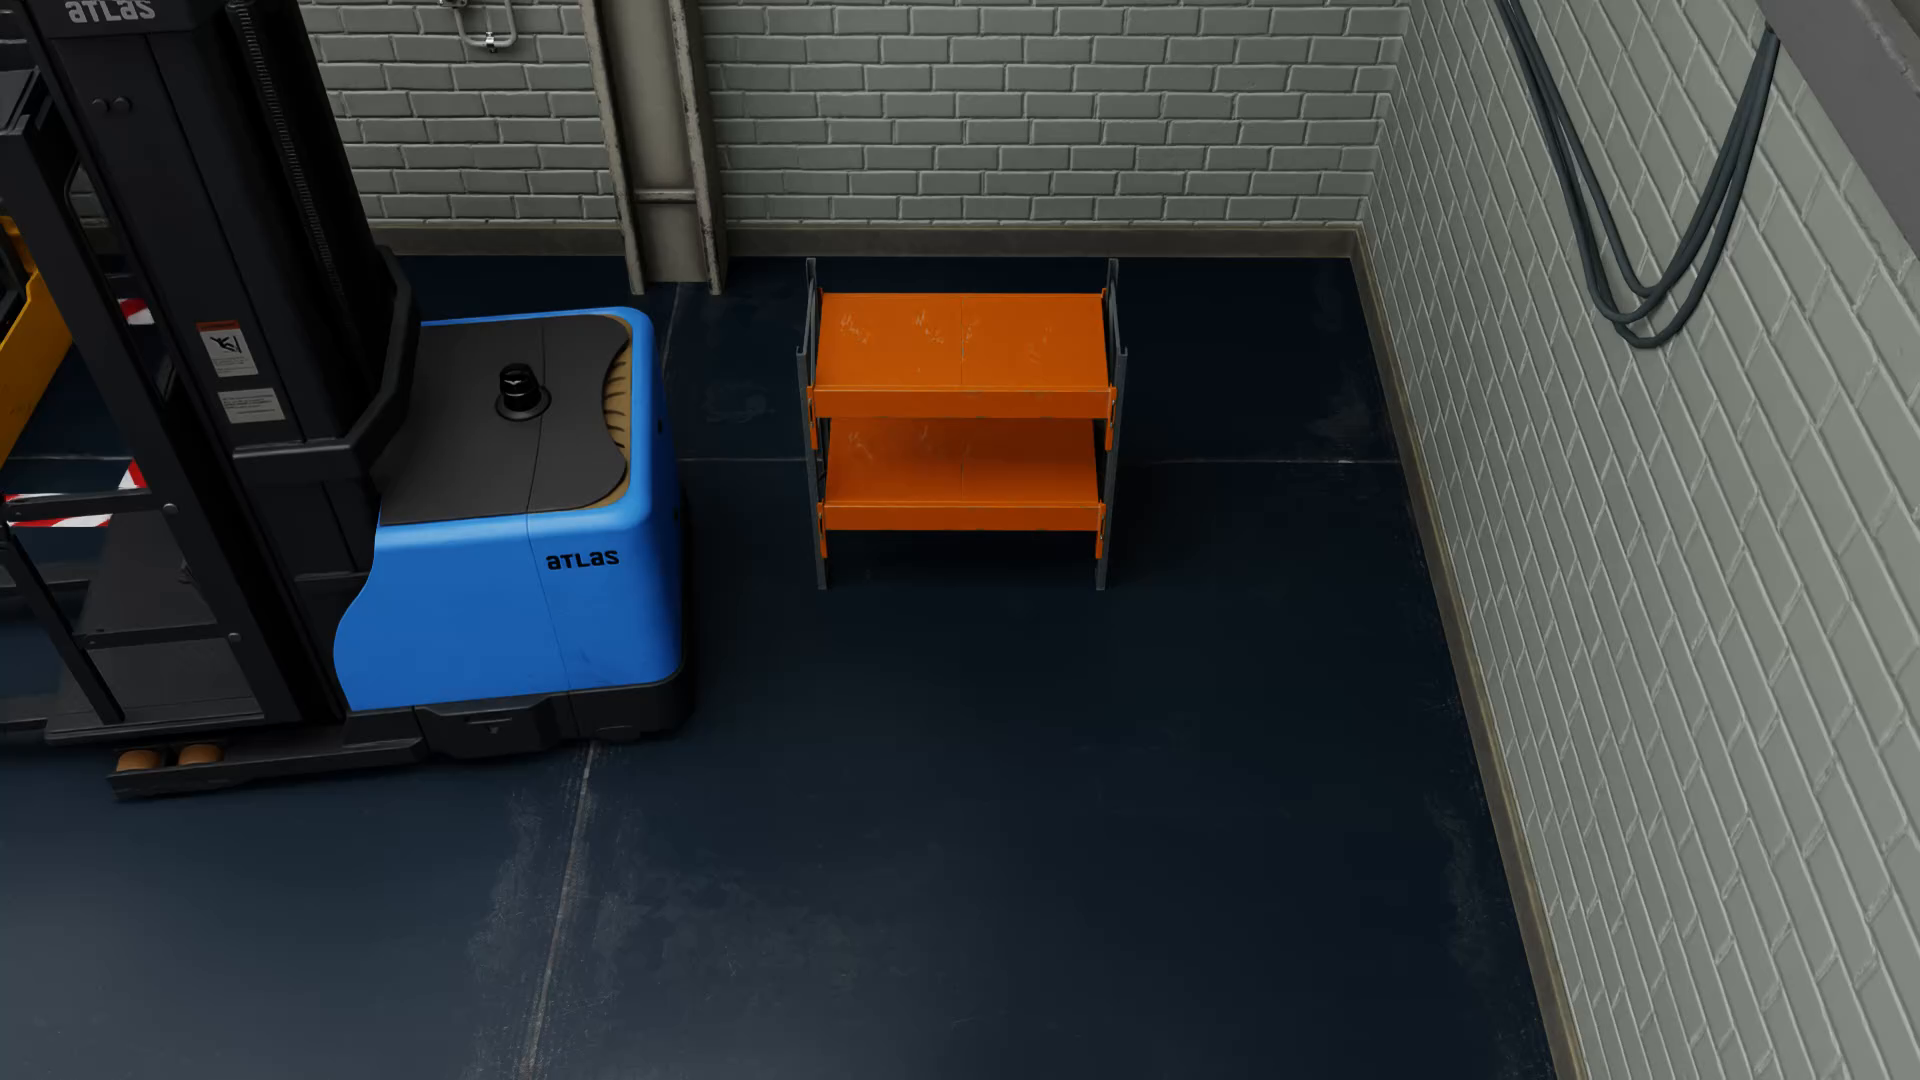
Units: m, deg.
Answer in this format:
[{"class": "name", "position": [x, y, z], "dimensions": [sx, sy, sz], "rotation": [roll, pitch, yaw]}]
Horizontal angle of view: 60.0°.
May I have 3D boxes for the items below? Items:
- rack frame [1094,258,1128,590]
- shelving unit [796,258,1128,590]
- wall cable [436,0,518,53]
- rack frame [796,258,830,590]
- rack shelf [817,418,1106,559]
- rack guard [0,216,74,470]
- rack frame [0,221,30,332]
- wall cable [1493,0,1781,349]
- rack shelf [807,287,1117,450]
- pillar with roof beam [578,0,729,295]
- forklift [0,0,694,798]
[{"class": "rack frame", "position": [0.515, -0.382, 5.837], "dimensions": [0.032, 1.125, 0.500], "rotation": [0, 47, 0]}, {"class": "shelving unit", "position": [0.007, -0.383, 5.838], "dimensions": [1.048, 1.125, 0.538], "rotation": [0, 47, 0]}, {"class": "wall cable", "position": [-2.651, -2.614, 5.940], "dimensions": [1.851, 1.984, 0.084], "rotation": [0, 47, 0]}, {"class": "rack frame", "position": [-0.502, -0.385, 5.840], "dimensions": [0.032, 1.125, 0.500], "rotation": [0, 47, 0]}, {"class": "rack shelf", "position": [0.007, -0.217, 6.017], "dimensions": [1.000, 0.278, 0.538], "rotation": [0, 47, 0]}, {"class": "rack guard", "position": [-3.911, -0.727, 6.585], "dimensions": [0.348, 0.500, 1.175], "rotation": [0, 47, 0]}, {"class": "rack frame", "position": [-3.935, -1.579, 5.670], "dimensions": [0.127, 3.000, 1.000], "rotation": [0, 47, 0]}, {"class": "wall cable", "position": [1.720, -2.288, 4.353], "dimensions": [0.112, 2.526, 3.097], "rotation": [0, 47, 0]}, {"class": "rack shelf", "position": [0.007, -0.583, 5.624], "dimensions": [1.000, 0.278, 0.538], "rotation": [0, 47, 0]}, {"class": "pillar with roof beam", "position": [-1.248, -1.097, 1.124], "dimensions": [0.400, 9.000, 9.100], "rotation": [0, 47, 0]}, {"class": "forklift", "position": [-2.456, -0.570, 4.778], "dimensions": [3.031, 2.935, 1.130], "rotation": [-5, 47, -5]}]
